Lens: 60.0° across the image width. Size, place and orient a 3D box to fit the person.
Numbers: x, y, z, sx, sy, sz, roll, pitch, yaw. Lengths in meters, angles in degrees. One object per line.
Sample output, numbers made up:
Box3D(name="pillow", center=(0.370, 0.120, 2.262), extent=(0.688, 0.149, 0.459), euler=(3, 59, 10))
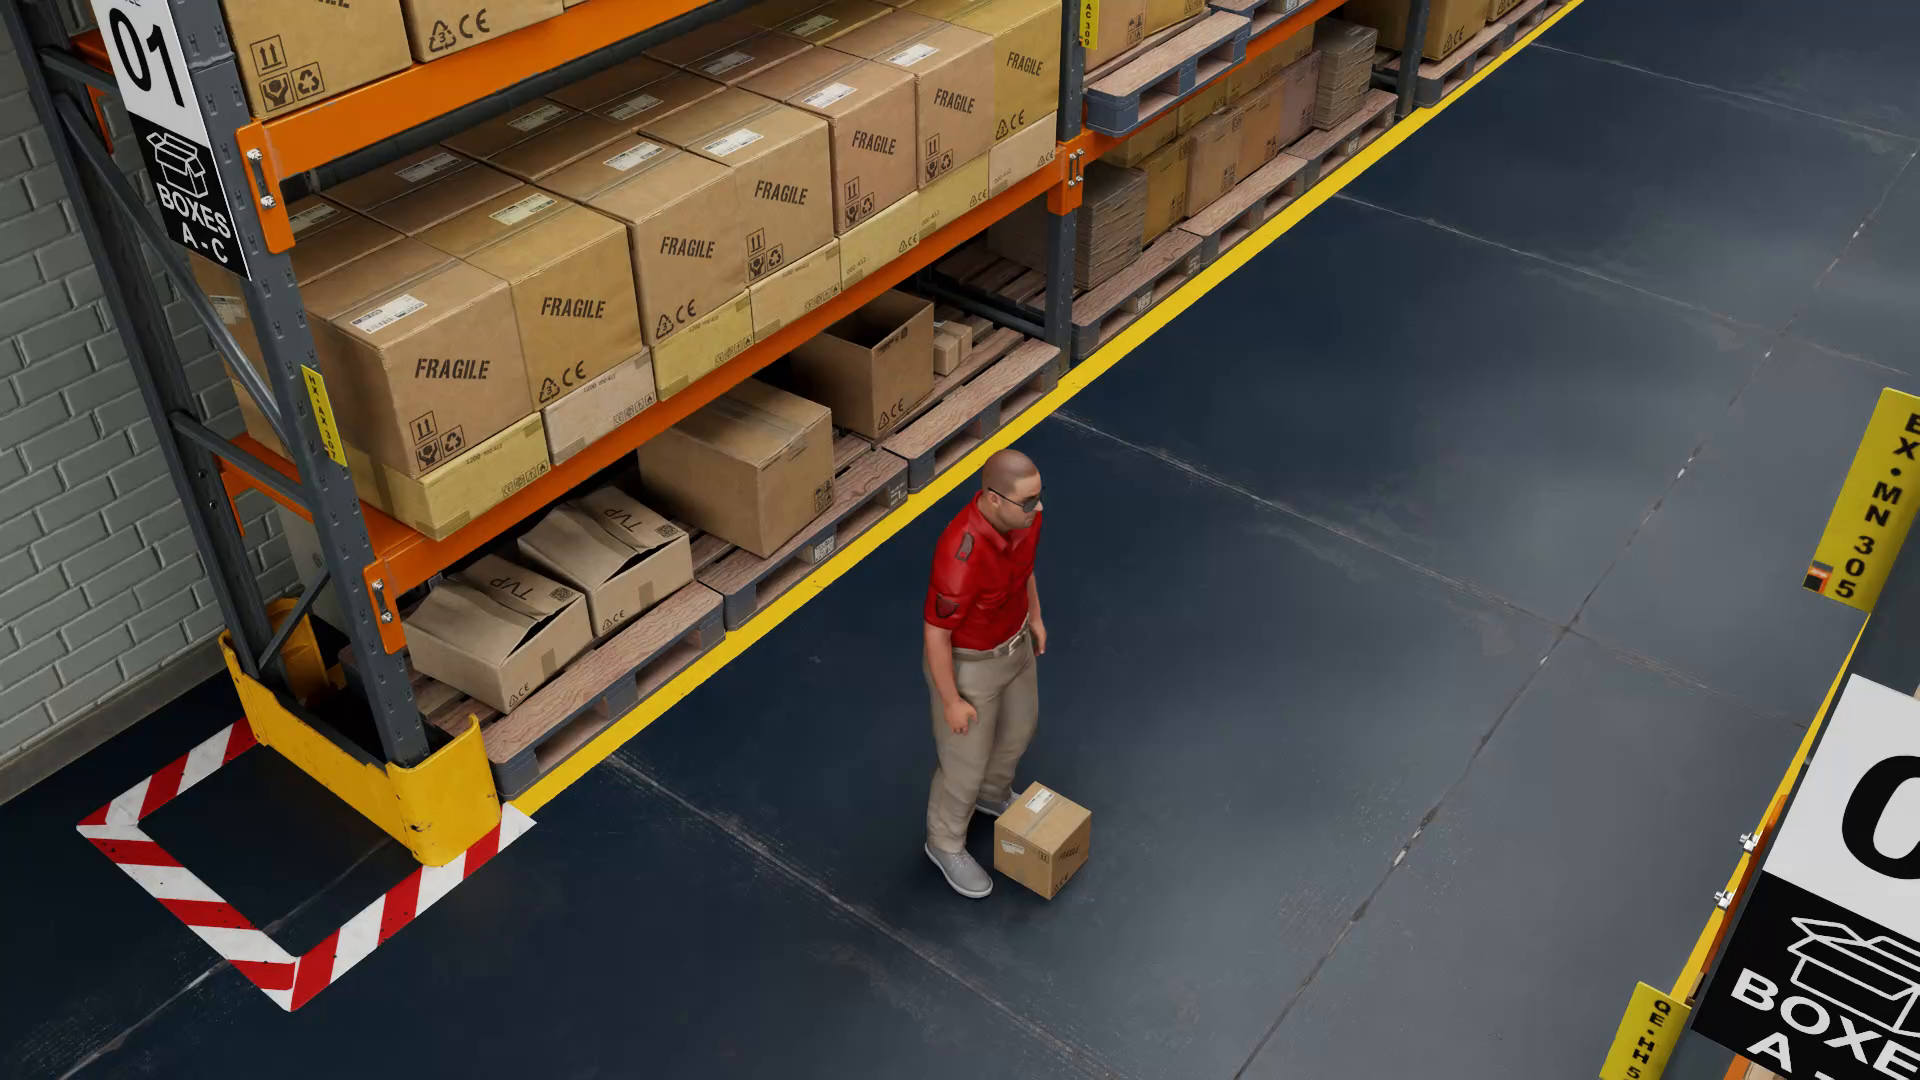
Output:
Box3D(name="person", center=(0.094, 0.407, 5.654), extent=(0.387, 1.727, 0.606), euler=(23, 44, 26))
